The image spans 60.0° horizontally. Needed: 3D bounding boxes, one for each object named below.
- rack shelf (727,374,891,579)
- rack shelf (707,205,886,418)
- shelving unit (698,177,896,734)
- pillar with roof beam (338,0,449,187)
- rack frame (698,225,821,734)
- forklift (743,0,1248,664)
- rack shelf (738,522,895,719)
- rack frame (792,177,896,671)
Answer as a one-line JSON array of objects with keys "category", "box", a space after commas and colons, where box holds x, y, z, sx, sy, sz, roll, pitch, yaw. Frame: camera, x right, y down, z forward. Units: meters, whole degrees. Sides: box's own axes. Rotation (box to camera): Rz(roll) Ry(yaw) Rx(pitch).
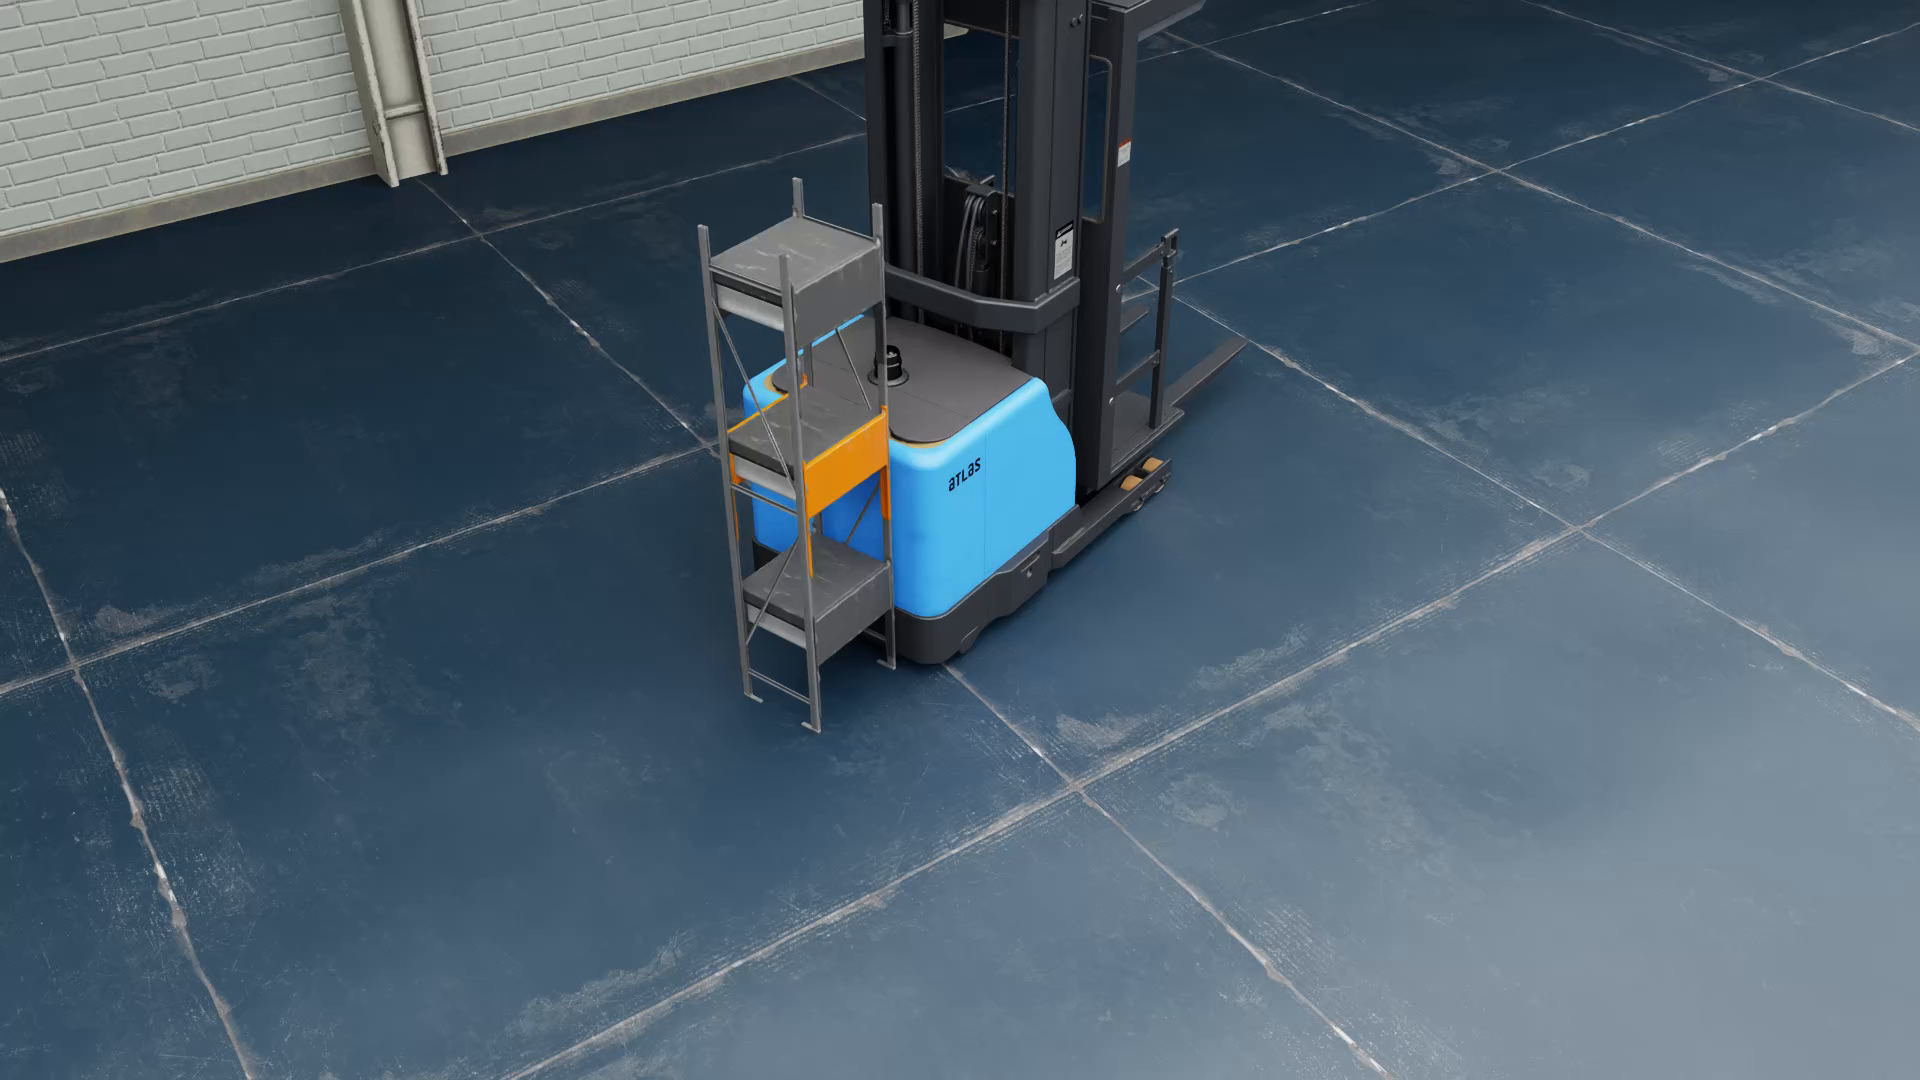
[{"category": "rack shelf", "box": [-0.580, -0.249, 6.322, 0.431, 0.518, 0.480, 23, 42, 29]}, {"category": "rack shelf", "box": [-0.580, -0.818, 5.913, 0.431, 0.518, 0.480, 23, 42, 29]}, {"category": "shelving unit", "box": [-0.580, -0.260, 6.314, 0.431, 2.100, 0.503, 23, 42, 29]}, {"category": "pillar with roof beam", "box": [-1.206, -4.070, 5.702, 0.400, 9.000, 9.100, -22, 41, -28]}, {"category": "rack frame", "box": [-0.724, -0.146, 6.154, 0.400, 2.100, 0.015, 23, 42, 29]}, {"category": "forklift", "box": [0.369, -1.482, 7.301, 1.130, 2.935, 3.031, 23, 42, 29]}, {"category": "rack shelf", "box": [-0.580, 0.319, 6.730, 0.431, 0.518, 0.480, 23, 42, 29]}, {"category": "rack frame", "box": [-0.435, -0.375, 6.473, 0.400, 2.100, 0.015, 23, 42, 29]}]
